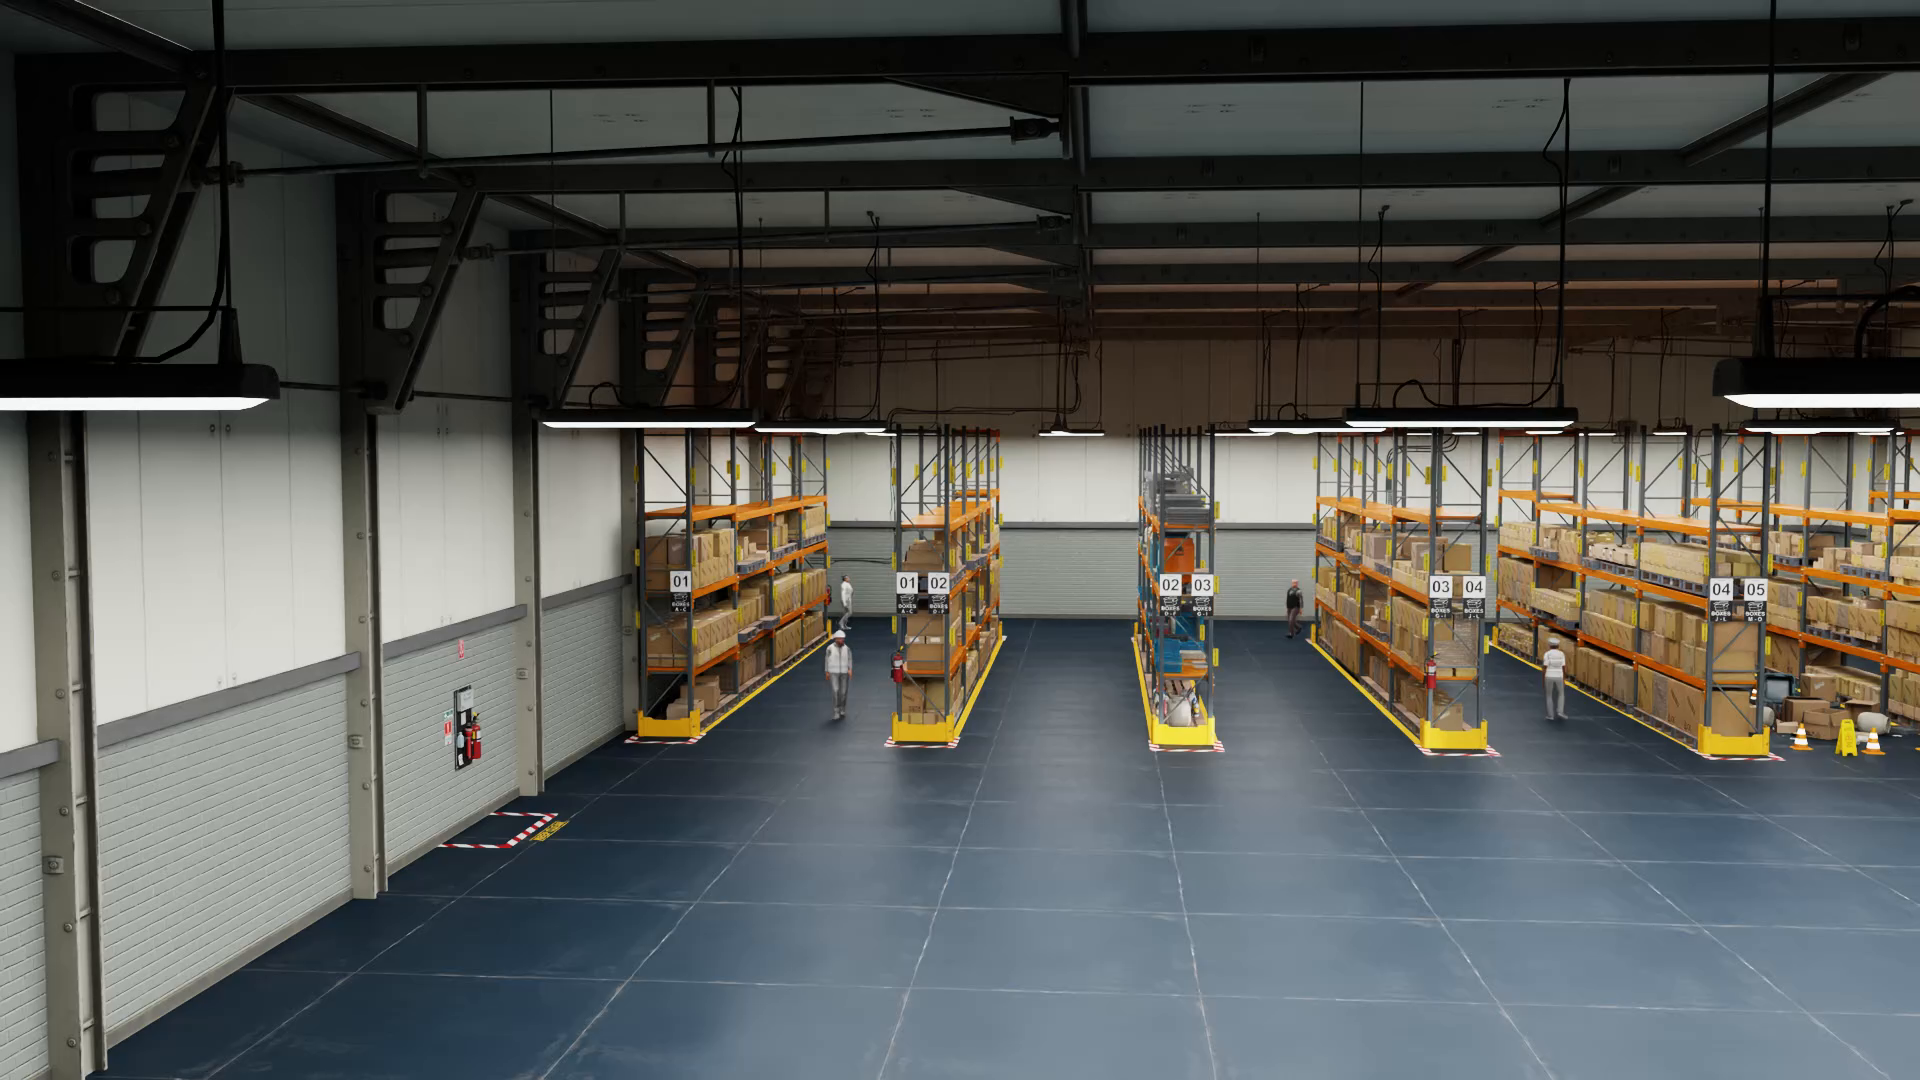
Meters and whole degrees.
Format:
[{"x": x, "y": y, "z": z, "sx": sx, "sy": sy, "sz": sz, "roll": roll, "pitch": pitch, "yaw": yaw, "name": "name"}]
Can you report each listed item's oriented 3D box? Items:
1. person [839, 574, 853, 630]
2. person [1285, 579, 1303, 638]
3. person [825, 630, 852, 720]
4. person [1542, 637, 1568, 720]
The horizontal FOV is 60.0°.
[{"x": -3.411, "y": 1.838, "z": 49.767, "sx": 0.440, "sy": 1.683, "sz": 0.505, "roll": 0, "pitch": 3, "yaw": 1, "name": "person"}, {"x": 9.597, "y": 1.965, "z": 47.680, "sx": 0.841, "sy": 1.693, "sz": 0.541, "roll": -2, "pitch": 4, "yaw": -33, "name": "person"}, {"x": -2.451, "y": 2.769, "z": 34.220, "sx": 0.561, "sy": 1.789, "sz": 0.676, "roll": -1, "pitch": 4, "yaw": -19, "name": "person"}, {"x": 12.096, "y": 2.832, "z": 33.827, "sx": 0.493, "sy": 1.677, "sz": 0.521, "roll": 0, "pitch": 3, "yaw": 6, "name": "person"}]
